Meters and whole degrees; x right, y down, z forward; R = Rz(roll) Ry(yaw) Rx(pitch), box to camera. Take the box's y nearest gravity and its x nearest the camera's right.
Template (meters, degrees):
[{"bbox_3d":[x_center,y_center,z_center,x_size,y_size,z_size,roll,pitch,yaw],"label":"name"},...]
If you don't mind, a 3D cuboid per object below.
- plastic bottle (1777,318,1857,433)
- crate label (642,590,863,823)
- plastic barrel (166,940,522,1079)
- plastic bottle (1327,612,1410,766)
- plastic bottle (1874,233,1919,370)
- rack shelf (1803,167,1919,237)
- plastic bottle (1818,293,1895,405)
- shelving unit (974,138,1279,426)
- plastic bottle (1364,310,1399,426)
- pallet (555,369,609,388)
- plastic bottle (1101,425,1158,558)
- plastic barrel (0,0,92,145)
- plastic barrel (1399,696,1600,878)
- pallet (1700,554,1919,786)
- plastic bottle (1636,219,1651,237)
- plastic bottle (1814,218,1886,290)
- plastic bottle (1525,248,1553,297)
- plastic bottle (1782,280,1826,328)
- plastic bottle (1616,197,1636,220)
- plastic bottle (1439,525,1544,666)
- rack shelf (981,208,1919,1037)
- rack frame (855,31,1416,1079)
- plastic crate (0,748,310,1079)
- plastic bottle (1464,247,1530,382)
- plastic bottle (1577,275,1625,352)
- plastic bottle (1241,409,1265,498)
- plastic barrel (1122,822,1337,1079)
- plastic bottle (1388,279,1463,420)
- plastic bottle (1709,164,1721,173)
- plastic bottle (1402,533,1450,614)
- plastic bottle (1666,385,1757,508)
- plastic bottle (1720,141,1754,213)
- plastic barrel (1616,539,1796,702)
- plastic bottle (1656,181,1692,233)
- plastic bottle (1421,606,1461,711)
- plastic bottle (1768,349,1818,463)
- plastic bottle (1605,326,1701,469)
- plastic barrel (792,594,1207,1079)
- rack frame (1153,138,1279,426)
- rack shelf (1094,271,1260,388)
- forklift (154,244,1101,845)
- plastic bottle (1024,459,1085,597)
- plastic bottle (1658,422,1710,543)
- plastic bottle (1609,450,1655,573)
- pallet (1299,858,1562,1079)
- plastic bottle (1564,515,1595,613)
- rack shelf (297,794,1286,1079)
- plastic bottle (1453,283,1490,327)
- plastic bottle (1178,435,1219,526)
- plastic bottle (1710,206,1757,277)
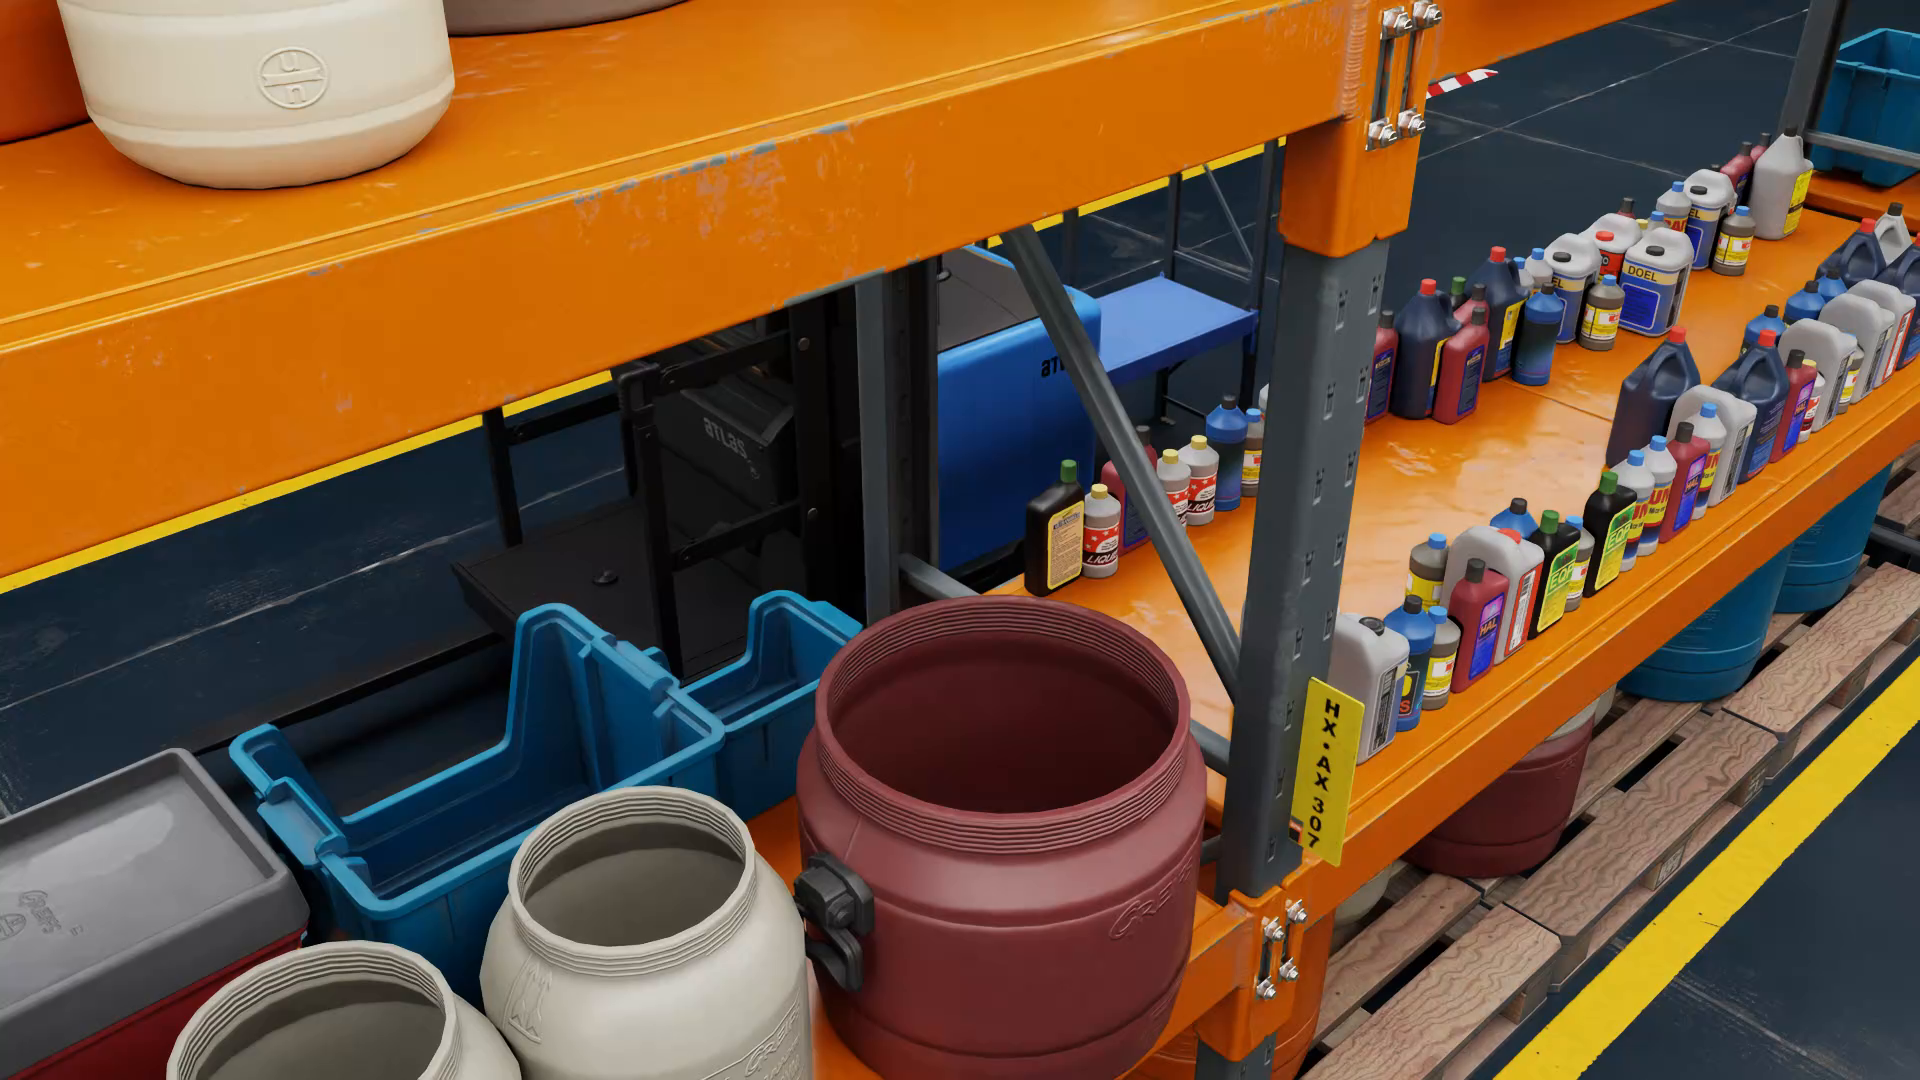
[{"bbox_3d":[2.152,-0.434,4.203,0.135,0.276,0.152,-26,40,-35],"label":"plastic bottle"},{"bbox_3d":[-0.369,0.307,3.032,0.416,0.233,0.303,-26,40,-35],"label":"crate label"},{"bbox_3d":[-0.723,0.778,1.995,0.421,0.512,0.421,0,31,0],"label":"plastic barrel"},{"bbox_3d":[0.732,0.253,3.080,0.135,0.276,0.152,-26,40,-35],"label":"plastic bottle"},{"bbox_3d":[2.541,-0.651,4.487,0.185,0.351,0.144,-26,40,-35],"label":"plastic bottle"},{"bbox_3d":[4.594,-1.591,6.667,4.000,0.370,1.077,-26,40,-35],"label":"rack shelf"},{"bbox_3d":[2.322,-0.516,4.338,0.135,0.276,0.152,-26,40,-35],"label":"plastic bottle"},{"bbox_3d":[0.611,-0.899,6.282,1.048,1.500,0.538,-24,39,-34],"label":"shelving unit"},{"bbox_3d":[1.039,-0.432,4.194,0.133,0.283,0.061,-26,40,-35],"label":"plastic bottle"},{"bbox_3d":[-1.703,-1.157,7.941,1.213,0.211,1.003,-26,40,-35],"label":"pallet"},{"bbox_3d":[0.370,-0.109,3.665,0.133,0.283,0.061,-26,40,-35],"label":"plastic bottle"},{"bbox_3d":[-1.035,-0.793,1.384,0.708,0.830,0.600,-26,40,-35],"label":"plastic barrel"},{"bbox_3d":[1.370,0.499,4.468,0.708,0.588,0.600,-26,40,-35],"label":"plastic barrel"},{"bbox_3d":[2.534,0.258,5.625,1.213,0.211,1.003,-26,40,-35],"label":"pallet"},{"bbox_3d":[2.015,-0.856,4.965,0.097,0.201,0.097,0,31,0],"label":"plastic bottle"},{"bbox_3d":[2.443,-0.706,4.577,0.185,0.351,0.144,-26,40,-35],"label":"plastic bottle"},{"bbox_3d":[1.577,-0.674,4.601,0.097,0.271,0.097,0,31,0],"label":"plastic bottle"},{"bbox_3d":[2.224,-0.555,4.406,0.097,0.271,0.097,0,31,0],"label":"plastic bottle"},{"bbox_3d":[1.918,-0.857,4.888,0.133,0.283,0.061,-26,40,-35],"label":"plastic bottle"},{"bbox_3d":[1.071,0.089,3.348,0.135,0.276,0.152,-26,40,-35],"label":"plastic bottle"},{"bbox_3d":[1.661,-0.173,4.347,4.000,0.370,1.077,-26,40,-35],"label":"rack shelf"},{"bbox_3d":[0.195,0.230,2.999,0.127,3.000,1.000,-26,40,-35],"label":"rack frame"},{"bbox_3d":[-1.198,0.659,2.236,0.583,0.464,0.402,-26,40,-35],"label":"plastic crate"},{"bbox_3d":[1.418,-0.615,4.427,0.185,0.351,0.144,-26,40,-35],"label":"plastic bottle"},{"bbox_3d":[1.779,-0.634,4.602,0.097,0.201,0.097,0,31,0],"label":"plastic bottle"},{"bbox_3d":[0.682,-0.211,3.911,0.097,0.201,0.097,0,31,0],"label":"plastic bottle"},{"bbox_3d":[0.542,0.797,3.750,0.708,0.830,0.600,-26,40,-35],"label":"plastic barrel"},{"bbox_3d":[1.184,-0.502,4.242,0.185,0.351,0.144,-26,40,-35],"label":"plastic bottle"},{"bbox_3d":[2.327,-1.037,5.195,0.097,0.271,0.097,0,31,0],"label":"plastic bottle"},{"bbox_3d":[0.973,0.080,3.435,0.097,0.201,0.097,0,31,0],"label":"plastic bottle"},{"bbox_3d":[1.749,-0.239,3.884,0.135,0.276,0.152,-26,40,-35],"label":"plastic bottle"},{"bbox_3d":[2.471,-1.125,5.326,0.133,0.283,0.061,-26,40,-35],"label":"plastic bottle"},{"bbox_3d":[2.198,-0.035,5.041,0.708,0.901,0.600,-26,40,-35],"label":"plastic barrel"},{"bbox_3d":[2.157,-0.955,5.060,0.097,0.271,0.097,0,31,0],"label":"plastic bottle"},{"bbox_3d":[0.907,0.220,3.206,0.097,0.201,0.097,0,31,0],"label":"plastic bottle"},{"bbox_3d":[2.014,-0.338,4.039,0.133,0.283,0.061,-26,40,-35],"label":"plastic bottle"},{"bbox_3d":[1.666,-0.336,3.972,0.185,0.351,0.144,-26,40,-35],"label":"plastic bottle"},{"bbox_3d":[0.060,0.452,2.505,0.708,0.536,0.600,-26,40,-35],"label":"plastic barrel"},{"bbox_3d":[0.999,-1.070,6.563,0.032,1.500,0.500,-24,39,-34],"label":"rack frame"},{"bbox_3d":[0.611,-0.745,6.376,1.000,0.185,0.538,-24,39,-34],"label":"rack shelf"},{"bbox_3d":[-0.965,-0.823,4.786,3.031,2.935,1.130,-24,39,-34],"label":"forklift"},{"bbox_3d":[0.201,-0.027,3.531,0.133,0.283,0.061,-26,40,-35],"label":"plastic bottle"},{"bbox_3d":[1.610,-0.143,3.720,0.133,0.283,0.061,-26,40,-35],"label":"plastic bottle"},{"bbox_3d":[1.442,-0.069,3.611,0.097,0.271,0.097,0,31,0],"label":"plastic bottle"},{"bbox_3d":[0.744,1.124,4.210,1.213,0.211,1.003,-26,40,-35],"label":"pallet"},{"bbox_3d":[1.272,0.043,3.495,0.097,0.201,0.097,0,31,0],"label":"plastic bottle"},{"bbox_3d":[-1.272,1.246,2.026,4.000,0.370,1.077,-26,40,-35],"label":"rack shelf"},{"bbox_3d":[1.314,-0.522,4.340,0.133,0.283,0.061,-26,40,-35],"label":"plastic bottle"},{"bbox_3d":[0.539,-0.142,3.798,0.097,0.201,0.097,0,31,0],"label":"plastic bottle"},{"bbox_3d":[2.359,-0.915,5.061,0.097,0.201,0.097,0,31,0],"label":"plastic bottle"}]
